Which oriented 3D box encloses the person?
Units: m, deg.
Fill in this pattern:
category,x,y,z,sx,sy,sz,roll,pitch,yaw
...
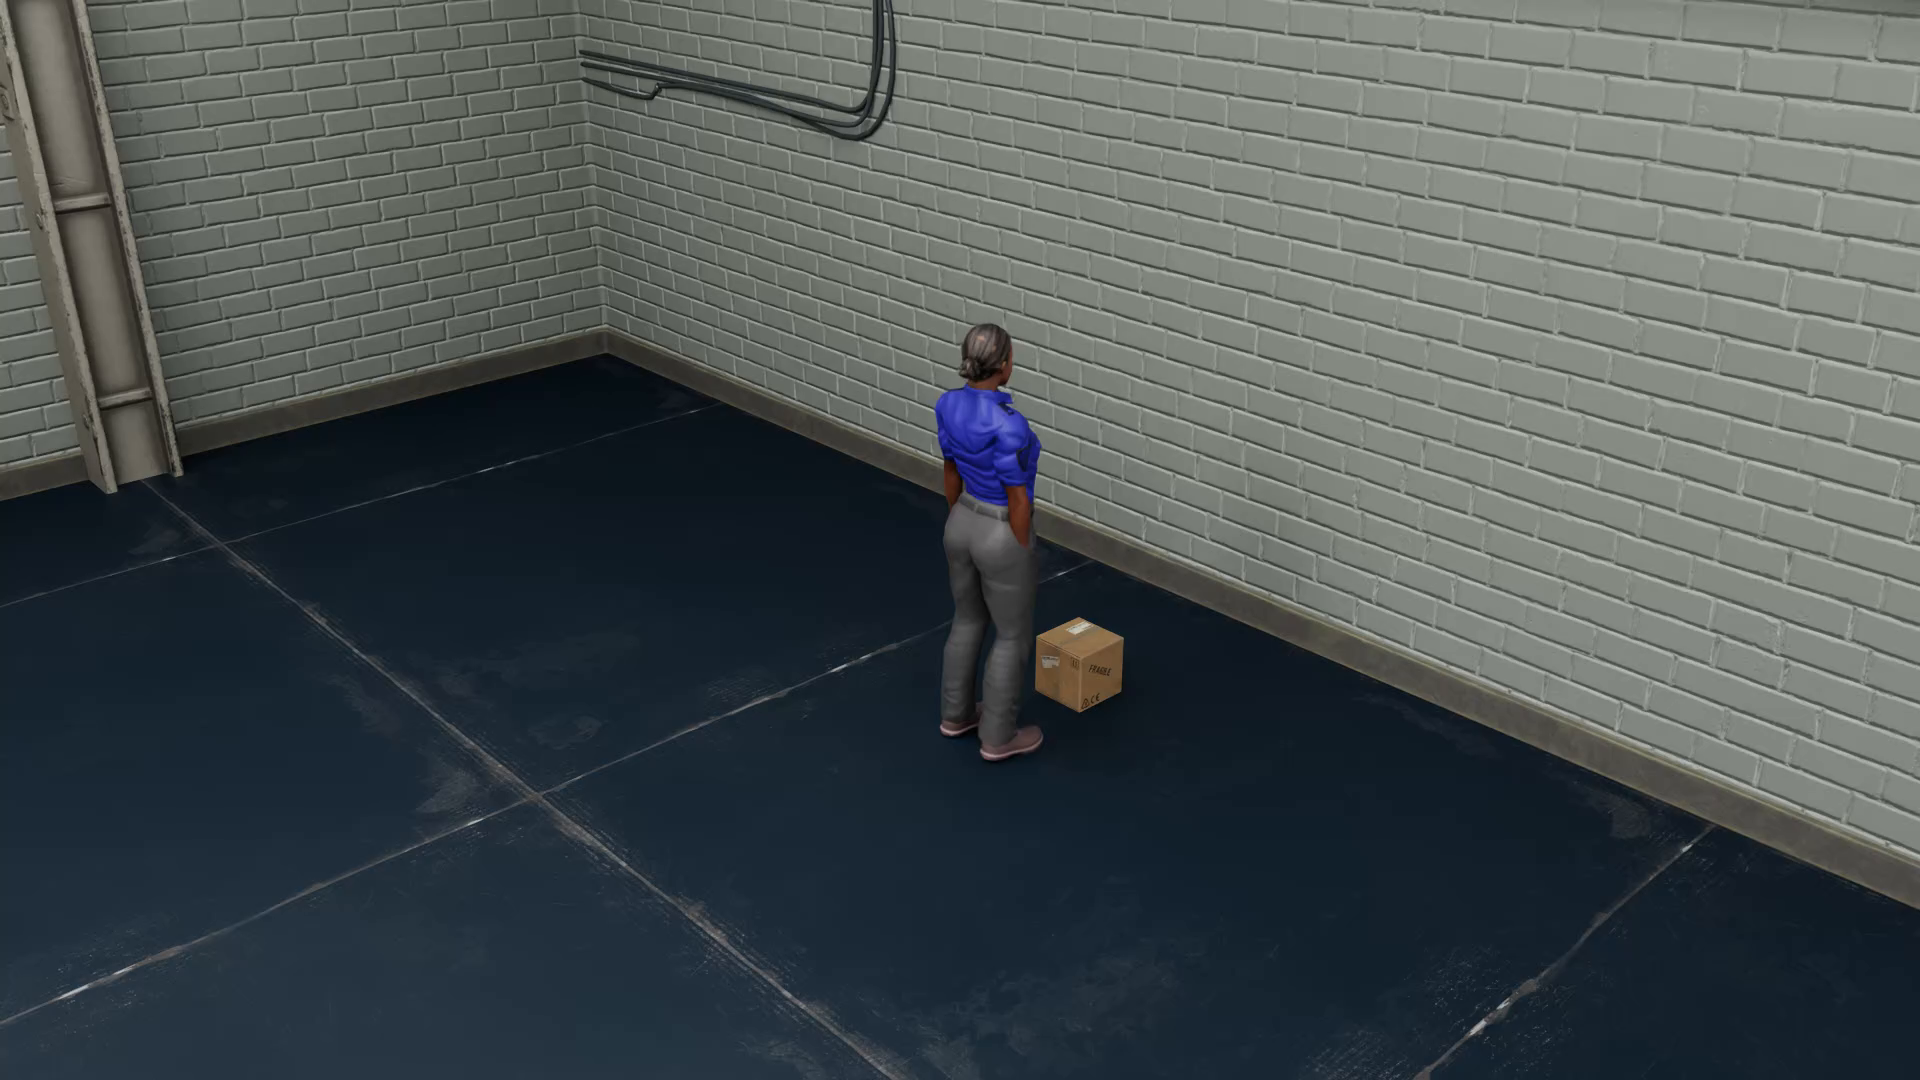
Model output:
category,x,y,z,sx,sy,sz,roll,pitch,yaw
person,0.104,0.003,6.113,0.298,1.660,0.437,-20,31,-37
